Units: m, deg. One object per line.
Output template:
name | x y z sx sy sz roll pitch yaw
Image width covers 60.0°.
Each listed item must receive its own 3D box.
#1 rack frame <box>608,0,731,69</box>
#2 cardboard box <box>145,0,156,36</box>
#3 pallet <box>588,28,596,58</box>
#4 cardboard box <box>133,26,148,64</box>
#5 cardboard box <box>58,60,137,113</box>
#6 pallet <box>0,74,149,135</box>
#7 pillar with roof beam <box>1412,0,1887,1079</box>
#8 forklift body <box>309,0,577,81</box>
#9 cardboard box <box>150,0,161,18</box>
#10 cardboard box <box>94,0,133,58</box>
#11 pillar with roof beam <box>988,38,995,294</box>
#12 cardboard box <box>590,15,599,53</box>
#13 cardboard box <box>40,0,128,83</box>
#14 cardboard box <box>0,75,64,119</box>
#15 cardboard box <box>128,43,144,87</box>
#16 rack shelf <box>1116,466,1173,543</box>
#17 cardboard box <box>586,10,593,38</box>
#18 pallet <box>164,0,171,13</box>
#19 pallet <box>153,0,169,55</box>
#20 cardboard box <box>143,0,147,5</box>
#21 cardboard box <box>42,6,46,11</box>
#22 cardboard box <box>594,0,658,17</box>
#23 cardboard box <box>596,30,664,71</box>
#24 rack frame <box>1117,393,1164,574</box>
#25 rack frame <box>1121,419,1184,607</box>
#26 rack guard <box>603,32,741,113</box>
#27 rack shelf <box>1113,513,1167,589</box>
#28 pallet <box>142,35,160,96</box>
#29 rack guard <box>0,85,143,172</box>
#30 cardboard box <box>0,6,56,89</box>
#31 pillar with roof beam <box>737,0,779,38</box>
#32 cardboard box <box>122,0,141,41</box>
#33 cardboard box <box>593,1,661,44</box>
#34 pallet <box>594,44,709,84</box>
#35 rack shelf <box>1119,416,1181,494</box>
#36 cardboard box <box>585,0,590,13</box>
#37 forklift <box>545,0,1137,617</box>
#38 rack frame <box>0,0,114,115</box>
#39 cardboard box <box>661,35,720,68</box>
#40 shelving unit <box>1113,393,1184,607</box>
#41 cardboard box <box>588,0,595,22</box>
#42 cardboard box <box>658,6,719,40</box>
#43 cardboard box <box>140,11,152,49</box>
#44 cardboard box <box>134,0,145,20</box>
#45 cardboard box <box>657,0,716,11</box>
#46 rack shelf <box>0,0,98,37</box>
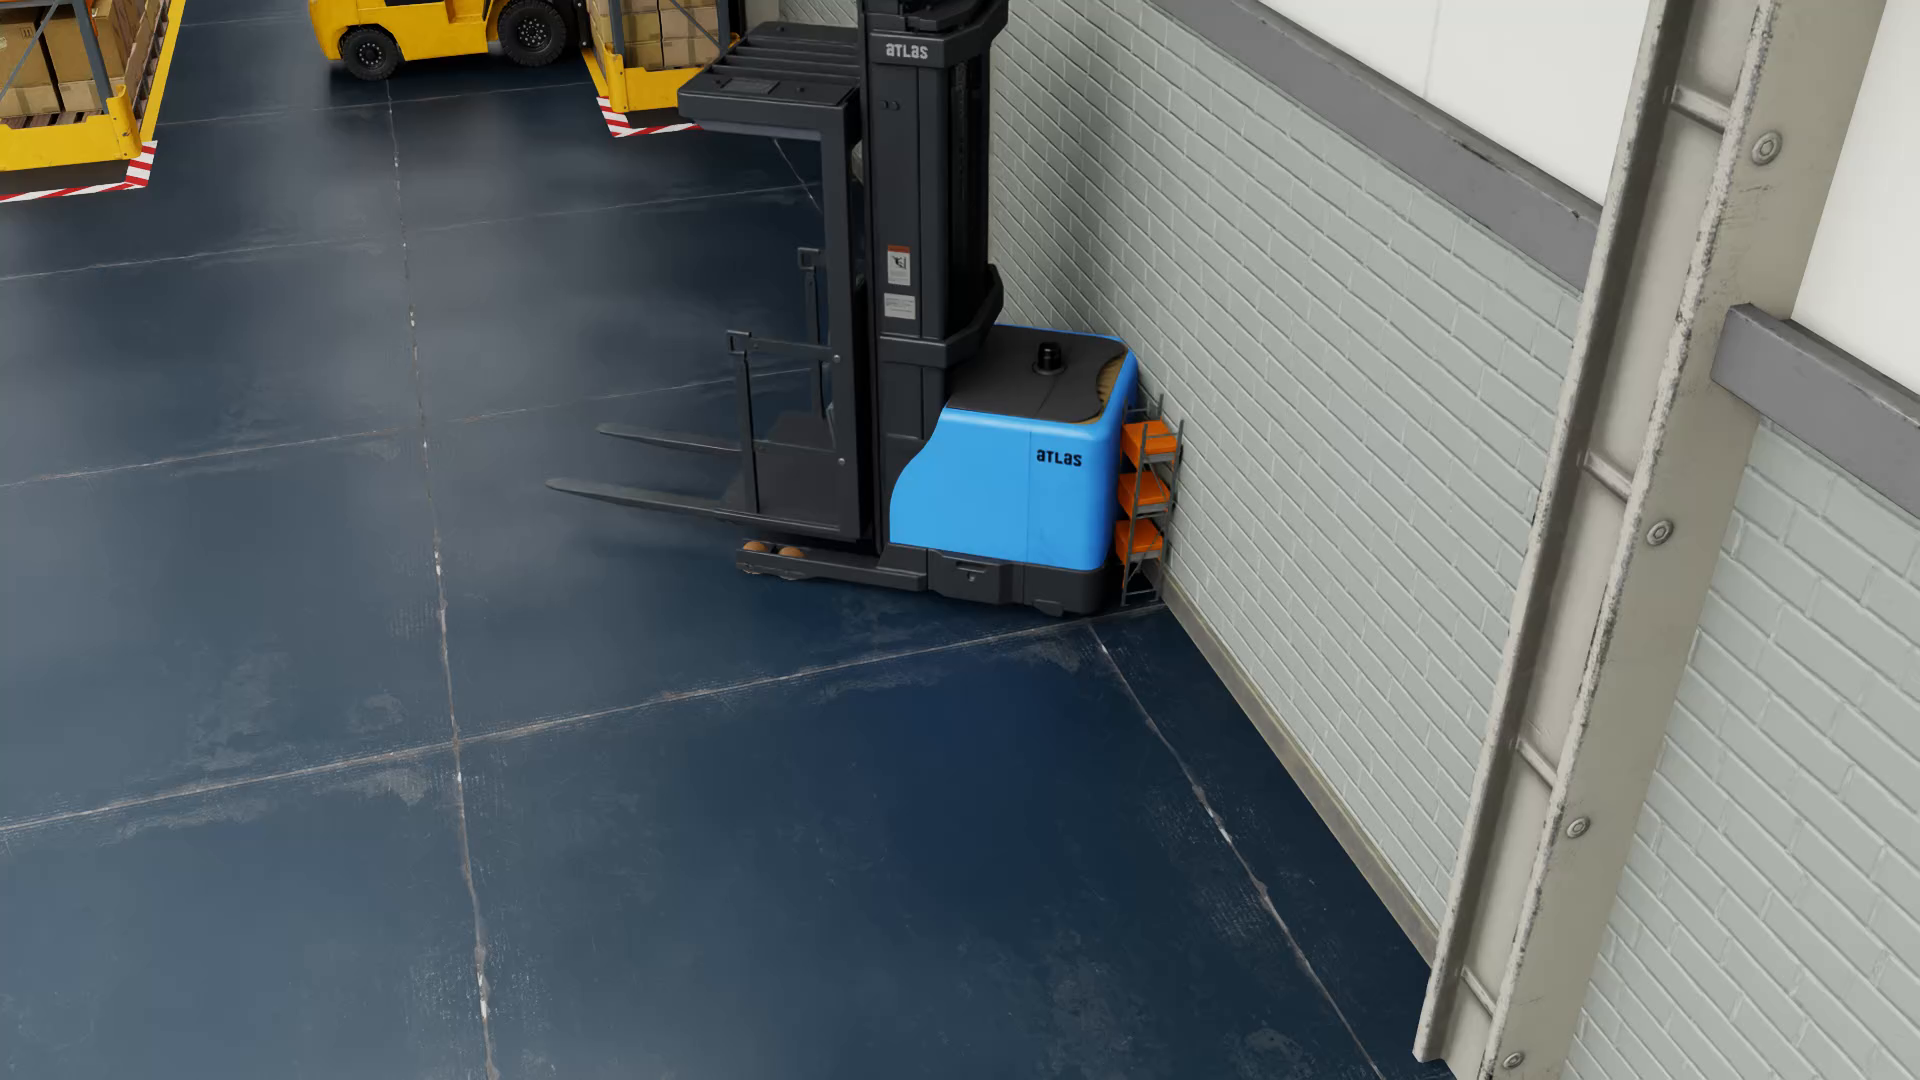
rack frame | -2.478 -5.122 13.780 1.000 3.000 0.127 -10 35 -15
cardboard box | -7.816 -4.870 15.513 0.500 0.250 0.500 -11 35 -16
pallet | -3.119 -4.992 16.114 1.003 0.211 1.213 -10 35 -15
cardboard box | -7.513 -4.337 14.705 0.500 0.250 0.500 -8 34 -12
cardboard box | -7.186 -3.783 13.868 0.500 0.250 0.500 -10 35 -15
pallet | -7.441 -3.594 13.998 1.003 0.211 1.213 -10 35 -15
pillar with roof beam | -2.271 -1.118 2.279 9.100 9.000 0.400 -10 35 -15
forklift body | -4.794 -5.457 15.057 2.313 2.155 1.214 -10 35 -15
cardboard box | -7.988 -5.148 15.933 0.500 0.250 0.500 -8 34 -13
cardboard box | -7.358 -4.382 14.094 0.500 0.500 0.500 -11 35 -17
pillar with roof beam | -4.101 -4.268 7.046 9.100 9.000 0.400 -10 35 -15
cardboard box | -3.065 -4.606 15.113 0.500 0.250 0.500 -10 35 -15
cardboard box | -7.194 -4.108 13.680 0.500 0.500 0.500 -11 35 -16
cardboard box | -7.714 -3.705 13.749 0.500 0.250 0.500 -10 35 -15
cardboard box | -7.335 -4.052 14.275 0.500 0.250 0.500 -9 34 -13
rack shelf | 0.881 -0.173 8.065 0.215 0.259 0.240 -8 36 -15
cardboard box | -3.209 -4.870 15.513 0.500 0.250 0.500 -10 35 -14
pallet | -8.663 -5.630 17.079 1.003 0.211 1.213 -10 35 -15
pallet | -8.185 -4.875 15.936 1.003 0.211 1.213 -10 35 -15
cardboard box | -7.831 -5.194 15.322 0.500 0.500 0.500 -9 35 -14
cardboard box | -7.859 -4.276 13.934 0.500 0.500 0.500 -9 34 -13
cardboard box | -2.915 -4.756 14.433 0.500 0.250 0.500 -9 34 -13
cardboard box | -2.922 -4.343 14.715 0.500 0.250 0.500 -10 35 -14
rack frame | 0.846 -0.250 8.154 0.200 1.050 0.008 -8 36 -15
rack frame | 0.917 -0.114 7.964 0.200 1.050 0.008 -8 36 -15
rack guard | -2.470 -4.066 14.450 1.175 0.500 0.348 -10 35 -15
rack shelf | 0.868 0.054 8.224 0.215 0.259 0.240 -8 36 -15
pallet | -7.810 -4.234 14.965 1.003 0.211 1.213 -10 35 -15
rack guard | -7.227 -3.282 13.264 1.175 0.500 0.348 -10 35 -15
cardboard box | -7.696 -4.003 13.520 0.500 0.500 0.500 -10 35 -14
pillar with roof beam | -5.932 -7.418 11.813 9.100 9.000 0.400 -10 35 -15
cardboard box | -7.503 -4.647 14.495 0.500 0.500 0.500 -9 35 -14
cardboard box | -2.924 -4.561 14.592 0.500 0.250 0.500 -10 35 -15
pallet | -2.751 -4.353 15.146 1.003 0.211 1.213 -10 35 -15
rack shelf | 0.894 -0.406 7.903 0.215 0.259 0.240 -8 36 -15
cardboard box | -3.244 -5.094 15.398 0.500 0.250 0.500 -11 35 -16
forklift | -0.649 -1.289 8.043 3.031 2.935 1.130 8 34 13
rack frame | -7.204 -4.285 12.514 1.000 3.000 0.127 -10 35 -15
cardboard box | -2.441 -4.441 14.863 0.500 0.250 0.500 -10 35 -15
shelving unit | 0.881 -0.182 8.059 0.215 1.050 0.252 -8 36 -15
cardboard box | -3.067 -4.827 14.993 0.500 0.250 0.500 -10 35 -15
cardboard box | -2.423 -4.640 14.711 0.500 0.250 0.500 -9 35 -14
cardboard box | -7.665 -4.602 15.107 0.500 0.250 0.500 -9 35 -14
cardboard box | -7.674 -4.926 14.917 0.500 0.500 0.500 -8 34 -12
cardboard box | -2.444 -4.851 14.577 0.500 0.250 0.500 -11 35 -15
rack shelf | -7.814 -5.035 14.302 1.077 0.370 4.000 -10 35 -15
